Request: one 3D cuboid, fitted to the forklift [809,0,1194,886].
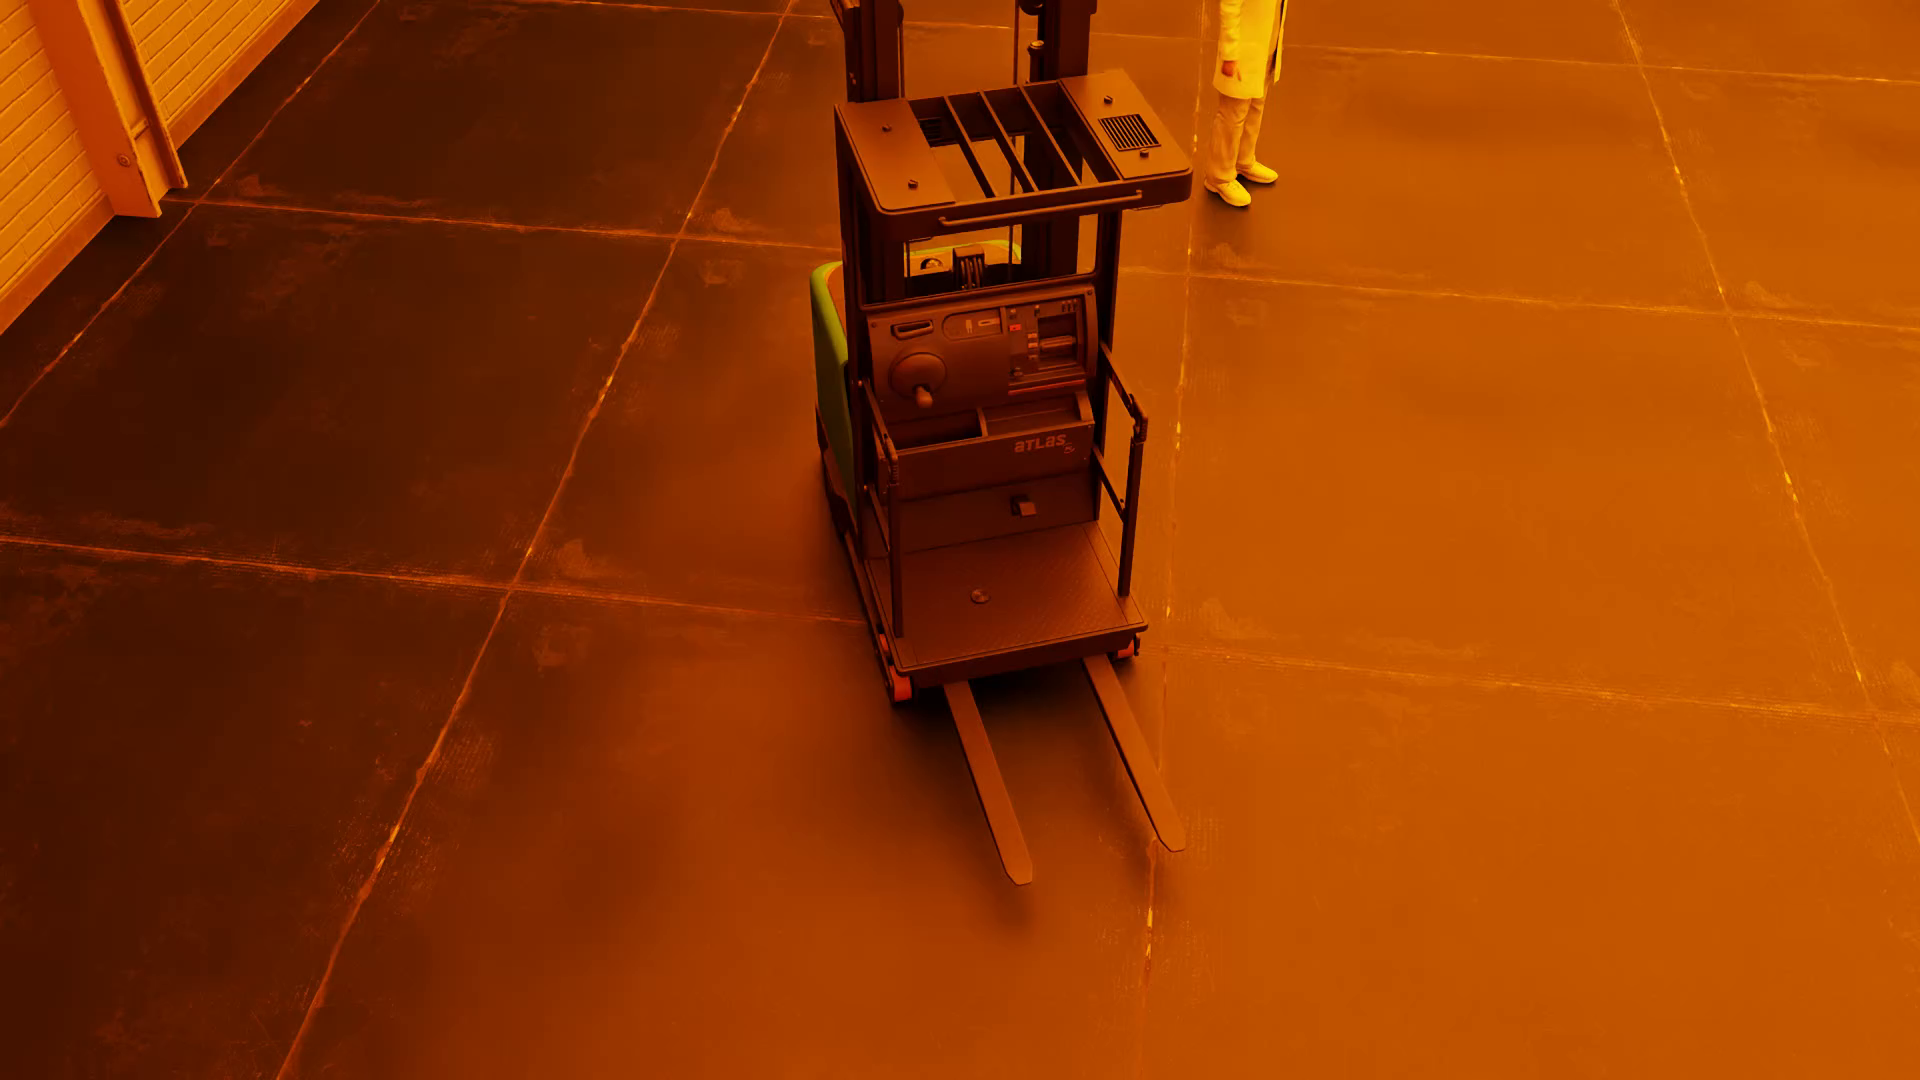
[{"bbox_3d":[0.153,-0.681,6.465,1.130,2.935,3.031,-10,44,-11],"label":"forklift"}]

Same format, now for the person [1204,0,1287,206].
[{"bbox_3d":[1.723,-2.860,9.688,0.391,1.781,0.551,27,49,26],"label":"person"}]
